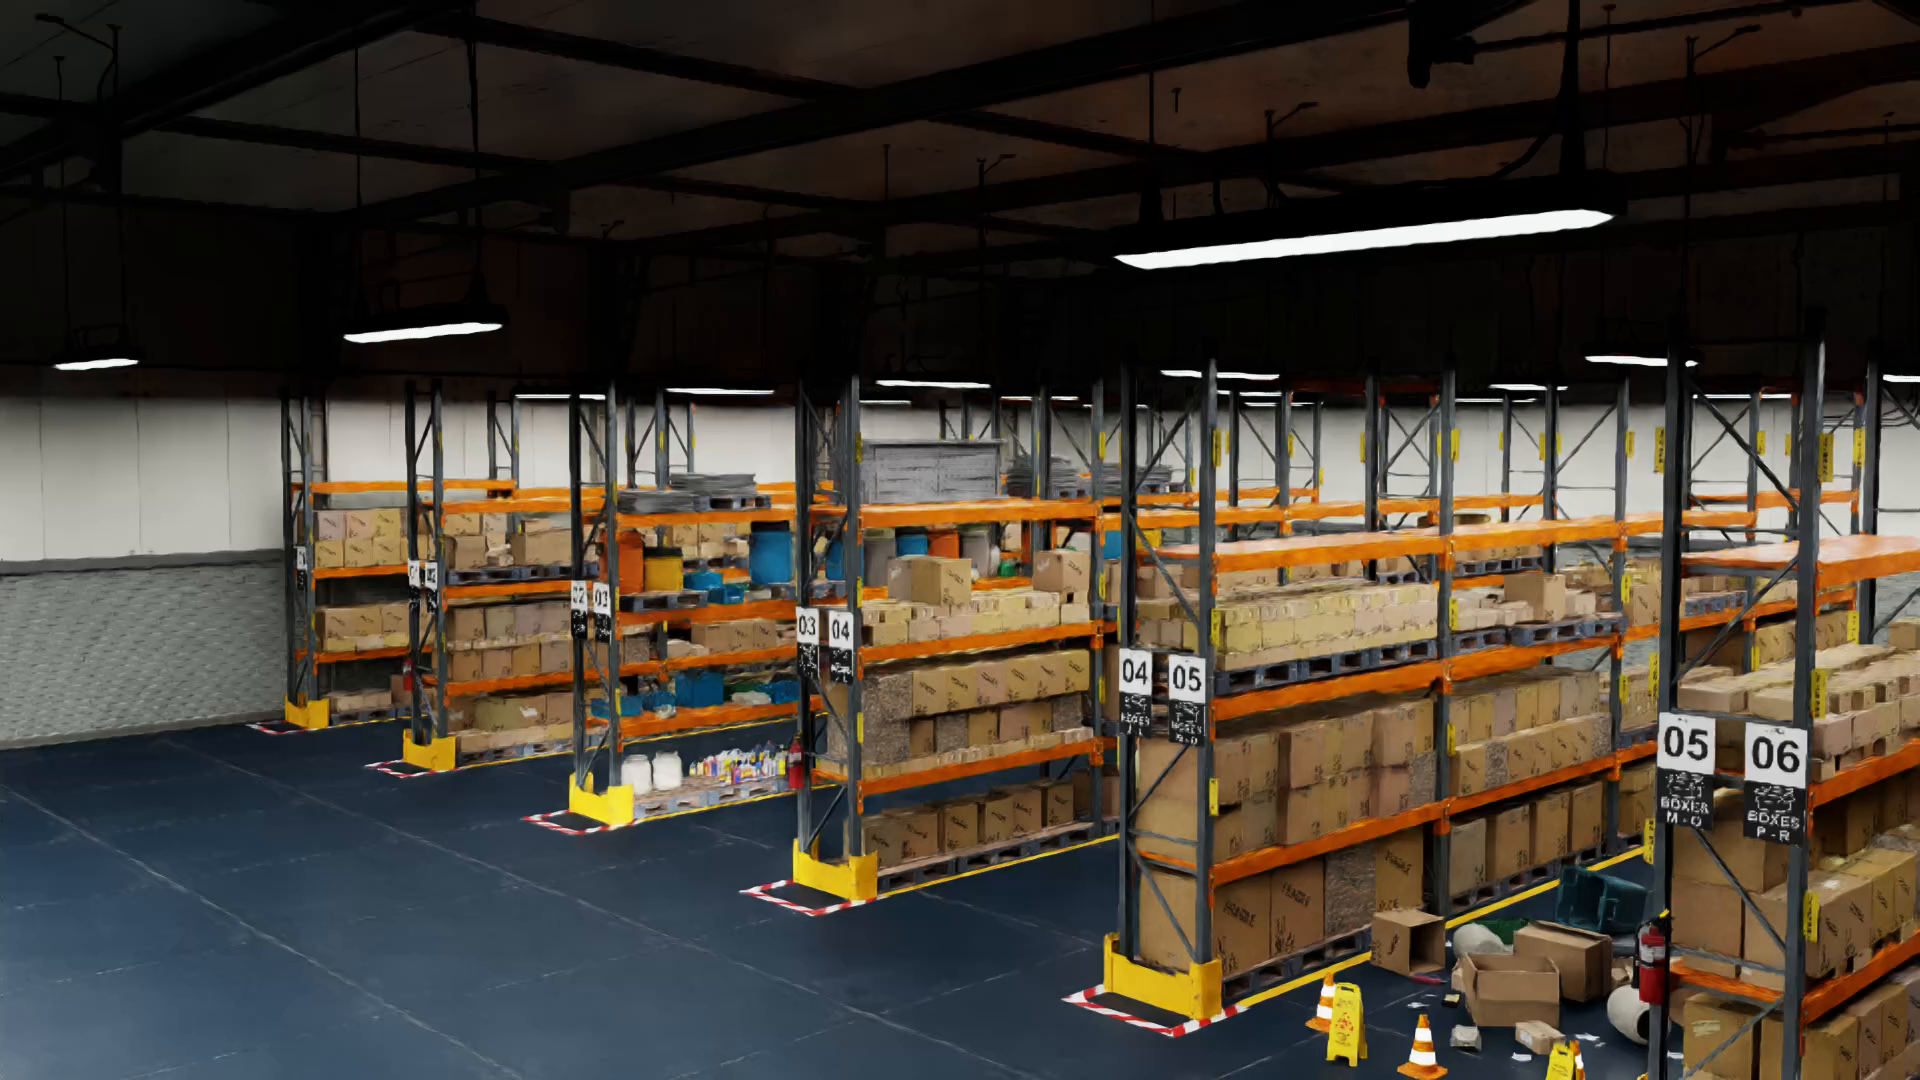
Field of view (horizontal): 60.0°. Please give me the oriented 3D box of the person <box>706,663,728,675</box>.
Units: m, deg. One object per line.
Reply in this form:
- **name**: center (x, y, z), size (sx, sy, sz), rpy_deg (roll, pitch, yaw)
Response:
- **person**: center (-4.627, 2.348, 31.677), size (0.513, 1.604, 0.592), rpy_deg (-4, 5, -44)

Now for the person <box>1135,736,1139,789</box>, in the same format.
- **person**: center (2.282, 3.072, 20.026), size (0.621, 1.599, 0.817), rpy_deg (2, 4, 30)
